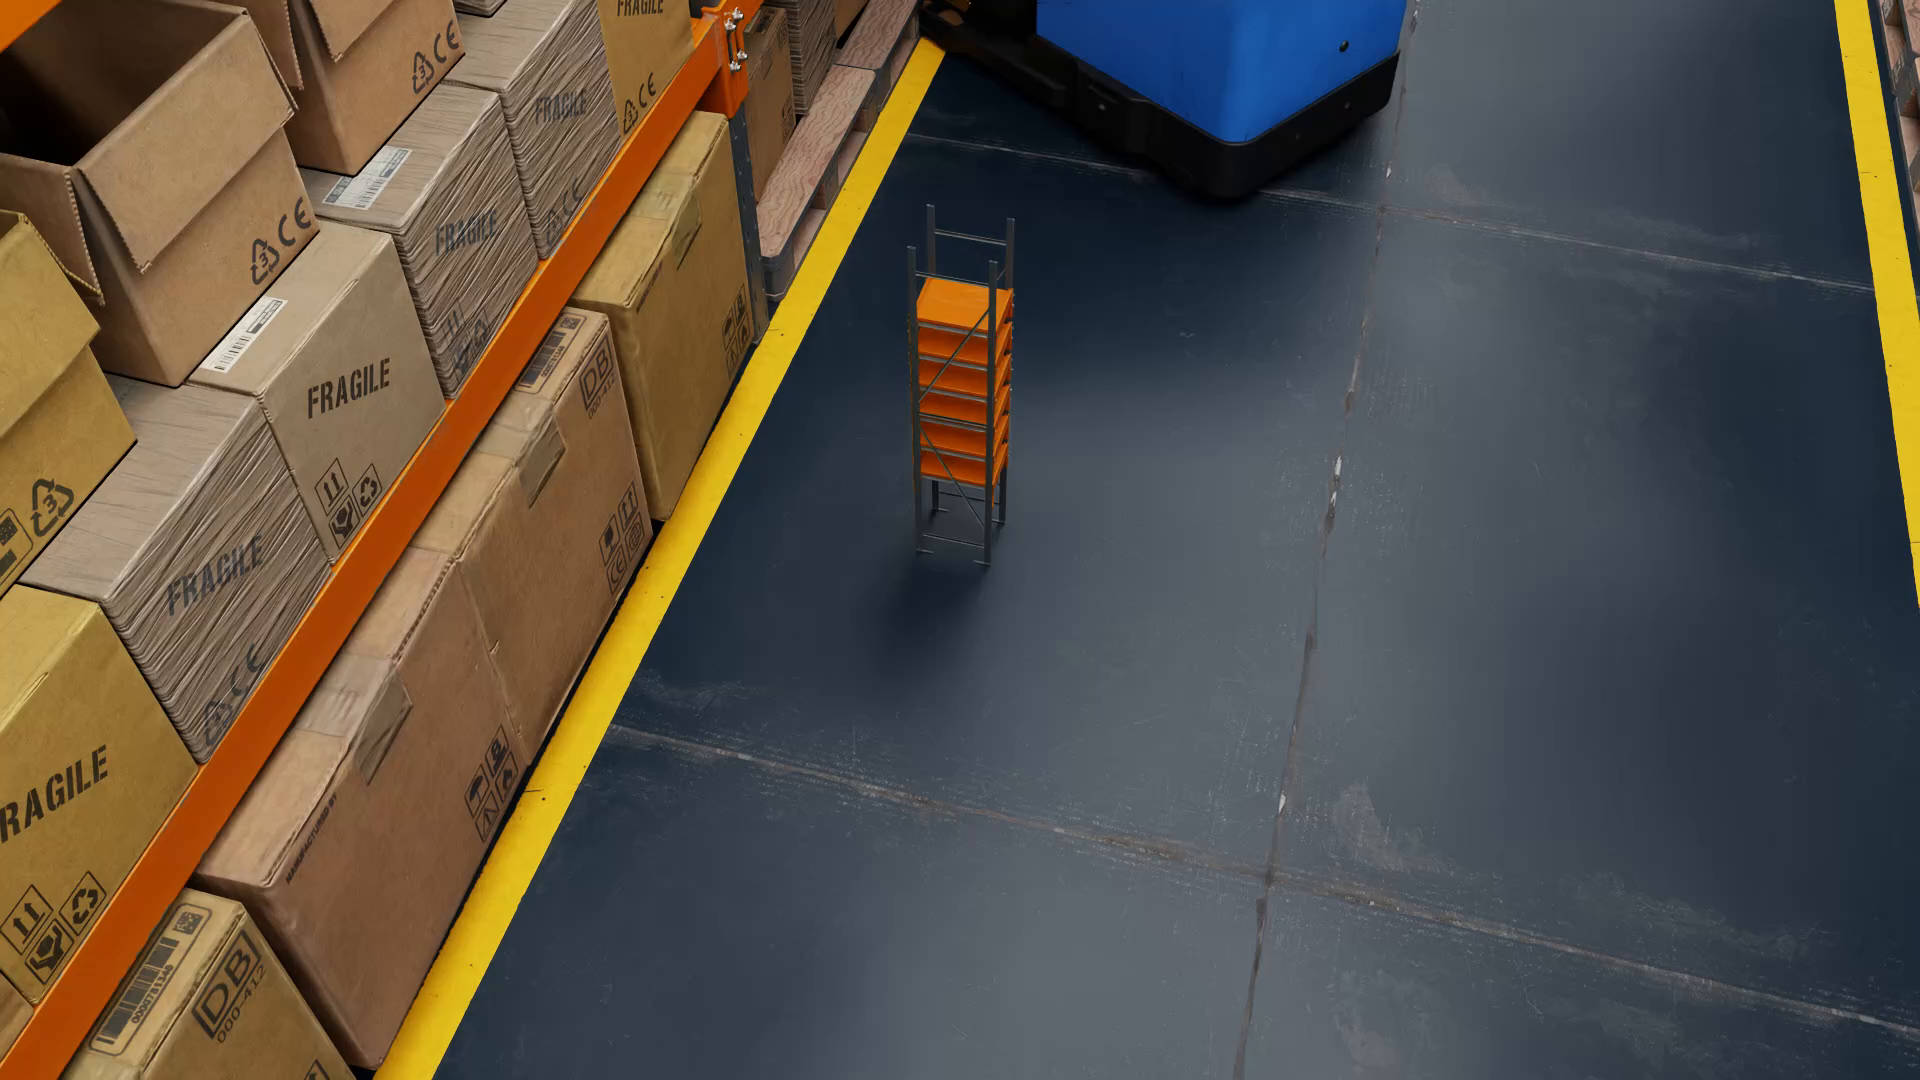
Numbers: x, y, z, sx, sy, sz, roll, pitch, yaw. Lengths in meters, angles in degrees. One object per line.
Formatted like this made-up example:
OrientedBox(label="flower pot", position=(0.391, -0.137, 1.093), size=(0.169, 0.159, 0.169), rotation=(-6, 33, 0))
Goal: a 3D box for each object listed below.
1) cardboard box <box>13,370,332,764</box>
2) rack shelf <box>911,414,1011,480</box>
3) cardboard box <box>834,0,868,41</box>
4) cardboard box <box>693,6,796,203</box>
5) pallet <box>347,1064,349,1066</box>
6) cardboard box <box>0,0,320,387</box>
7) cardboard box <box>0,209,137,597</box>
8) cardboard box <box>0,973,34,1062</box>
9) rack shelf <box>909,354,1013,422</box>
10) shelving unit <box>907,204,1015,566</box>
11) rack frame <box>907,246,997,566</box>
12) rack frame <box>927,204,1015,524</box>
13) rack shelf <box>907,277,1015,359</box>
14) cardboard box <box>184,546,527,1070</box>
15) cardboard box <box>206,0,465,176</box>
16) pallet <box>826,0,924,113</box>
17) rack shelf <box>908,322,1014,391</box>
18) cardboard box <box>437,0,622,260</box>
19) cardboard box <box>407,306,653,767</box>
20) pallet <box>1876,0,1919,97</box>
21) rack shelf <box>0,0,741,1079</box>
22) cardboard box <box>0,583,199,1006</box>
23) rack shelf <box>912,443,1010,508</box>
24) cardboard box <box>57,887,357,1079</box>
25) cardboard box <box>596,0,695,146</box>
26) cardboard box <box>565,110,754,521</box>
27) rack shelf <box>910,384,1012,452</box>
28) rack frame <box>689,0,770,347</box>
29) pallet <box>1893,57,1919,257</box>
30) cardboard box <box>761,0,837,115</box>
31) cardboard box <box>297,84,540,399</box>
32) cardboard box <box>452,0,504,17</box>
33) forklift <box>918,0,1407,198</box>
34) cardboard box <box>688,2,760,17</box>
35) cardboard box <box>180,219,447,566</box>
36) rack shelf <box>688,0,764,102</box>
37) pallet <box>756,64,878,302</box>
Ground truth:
OrientedBox(label="cardboard box", position=(-1.603, 0.036, 3.151), size=(0.500, 0.500, 0.500), rotation=(11, 49, 9))
OrientedBox(label="rack shelf", position=(0.004, -0.299, 4.933), size=(0.258, 0.103, 0.180), rotation=(12, 50, 10))
OrientedBox(label="cardboard box", position=(-0.743, -2.437, 6.774), size=(0.700, 0.500, 0.500), rotation=(15, 50, 13))
OrientedBox(label="cardboard box", position=(-1.019, -1.622, 6.055), size=(0.700, 0.500, 0.500), rotation=(9, 49, 8))
OrientedBox(label="pallet", position=(-2.098, 1.428, 3.849), size=(1.003, 0.211, 1.213), rotation=(12, 50, 10))
OrientedBox(label="cardboard box", position=(-1.728, -0.697, 3.129), size=(0.797, 0.503, 0.637), rotation=(13, 50, 11))
OrientedBox(label="cardboard box", position=(-1.877, -0.244, 2.729), size=(0.797, 0.503, 0.637), rotation=(12, 50, 10))
OrientedBox(label="cardboard box", position=(-1.867, 0.762, 2.510), size=(0.500, 0.500, 0.500), rotation=(12, 50, 10))
OrientedBox(label="rack shelf", position=(0.004, -0.458, 4.753), size=(0.258, 0.103, 0.180), rotation=(12, 50, 10))
OrientedBox(label="shelving unit", position=(0.004, -0.407, 4.809), size=(0.258, 1.200, 0.189), rotation=(12, 50, 10))
OrientedBox(label="rack frame", position=(-0.020, -0.341, 4.751), size=(0.240, 1.200, 0.006), rotation=(12, 50, 10))
OrientedBox(label="rack frame", position=(0.028, -0.474, 4.868), size=(0.240, 1.200, 0.006), rotation=(12, 50, 10))
OrientedBox(label="rack shelf", position=(0.004, -0.616, 4.573), size=(0.258, 0.103, 0.180), rotation=(12, 50, 10))
OrientedBox(label="cardboard box", position=(-1.845, 0.529, 3.919), size=(1.225, 0.875, 0.875), rotation=(10, 49, 9))
OrientedBox(label="cardboard box", position=(-1.558, -1.183, 3.558), size=(0.797, 0.503, 0.637), rotation=(13, 50, 11))
OrientedBox(label="pallet", position=(-0.646, -2.337, 7.172), size=(1.003, 0.211, 1.213), rotation=(12, 50, 10))
OrientedBox(label="rack shelf", position=(0.004, -0.537, 4.663), size=(0.258, 0.103, 0.180), rotation=(12, 50, 10))
OrientedBox(label="cardboard box", position=(-1.204, -1.083, 4.138), size=(0.500, 0.500, 0.500), rotation=(11, 50, 10))
OrientedBox(label="cardboard box", position=(-1.620, -0.112, 4.486), size=(1.225, 0.875, 0.875), rotation=(12, 50, 10))
OrientedBox(label="pallet", position=(4.486, -2.232, 7.079), size=(1.003, 0.211, 1.213), rotation=(12, 50, 10))
OrientedBox(label="rack shelf", position=(-1.702, -0.130, 3.844), size=(1.077, 0.370, 4.000), rotation=(12, 50, 10))
OrientedBox(label="cardboard box", position=(-1.735, 0.398, 2.831), size=(0.500, 0.500, 0.500), rotation=(12, 50, 10))
OrientedBox(label="rack shelf", position=(0.004, -0.219, 5.023), size=(0.258, 0.103, 0.180), rotation=(12, 50, 10))
OrientedBox(label="cardboard box", position=(-2.080, 1.176, 3.349), size=(1.225, 0.875, 0.875), rotation=(12, 50, 10))
OrientedBox(label="cardboard box", position=(-1.067, -1.442, 4.455), size=(0.500, 0.500, 0.500), rotation=(13, 50, 11))
OrientedBox(label="cardboard box", position=(-1.378, -0.756, 5.053), size=(1.225, 0.875, 0.875), rotation=(9, 49, 8))
OrientedBox(label="rack shelf", position=(0.004, -0.378, 4.843), size=(0.258, 0.103, 0.180), rotation=(12, 50, 10))
OrientedBox(label="rack frame", position=(-1.176, -1.815, 4.851), size=(1.000, 3.000, 0.127), rotation=(12, 50, 10))
OrientedBox(label="pallet", position=(4.167, -1.347, 6.298), size=(1.003, 0.211, 1.213), rotation=(12, 50, 10))
OrientedBox(label="cardboard box", position=(-0.885, -2.026, 6.411), size=(0.700, 0.500, 0.500), rotation=(8, 49, 7))
OrientedBox(label="cardboard box", position=(-1.337, -0.706, 3.806), size=(0.500, 0.500, 0.500), rotation=(10, 49, 9))
OrientedBox(label="cardboard box", position=(-1.384, -1.654, 3.974), size=(0.797, 0.503, 0.637), rotation=(13, 50, 11))
OrientedBox(label="forklift", position=(0.372, -3.286, 6.195), size=(1.130, 2.935, 3.031), rotation=(-35, 57, -27))
OrientedBox(label="cardboard box", position=(-1.029, -1.872, 5.775), size=(0.500, 0.250, 0.500), rotation=(13, 50, 12))
OrientedBox(label="cardboard box", position=(-1.472, -0.339, 3.481), size=(0.500, 0.500, 0.500), rotation=(12, 50, 11))
OrientedBox(label="rack shelf", position=(-0.650, -3.023, 6.398), size=(1.077, 0.370, 4.000), rotation=(12, 50, 10))
OrientedBox(label="pallet", position=(-0.969, -1.457, 6.395), size=(1.003, 0.211, 1.213), rotation=(12, 50, 10))
